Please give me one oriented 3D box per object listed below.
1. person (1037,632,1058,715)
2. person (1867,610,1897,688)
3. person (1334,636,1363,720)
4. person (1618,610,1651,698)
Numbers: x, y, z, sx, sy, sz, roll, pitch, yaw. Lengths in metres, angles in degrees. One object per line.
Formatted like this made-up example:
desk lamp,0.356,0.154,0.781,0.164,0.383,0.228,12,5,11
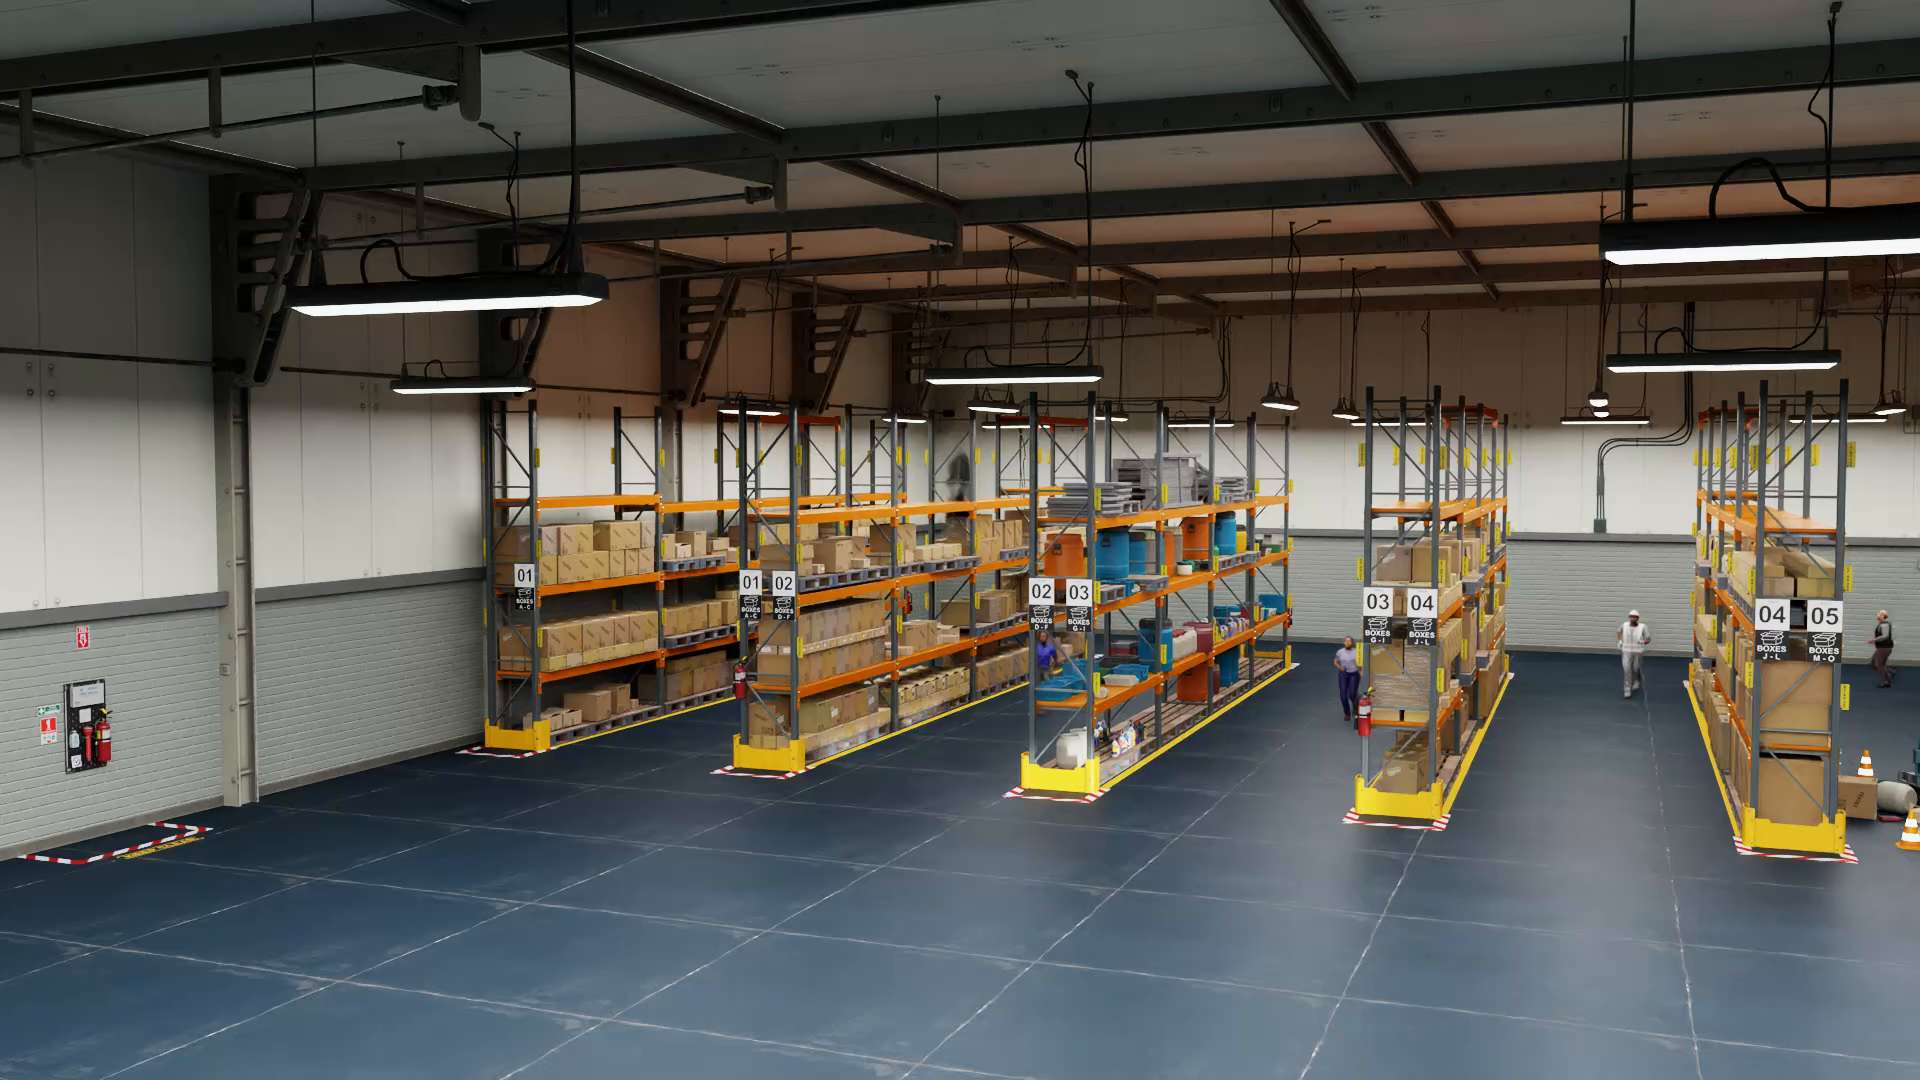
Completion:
person,1.640,2.593,32.531,0.563,1.609,0.588,1,3,11
person,20.128,2.375,36.298,0.607,1.689,0.651,1,3,27
person,7.402,2.633,31.638,0.593,1.609,0.577,1,3,23
person,14.174,2.371,35.006,0.680,1.794,0.990,1,3,28
